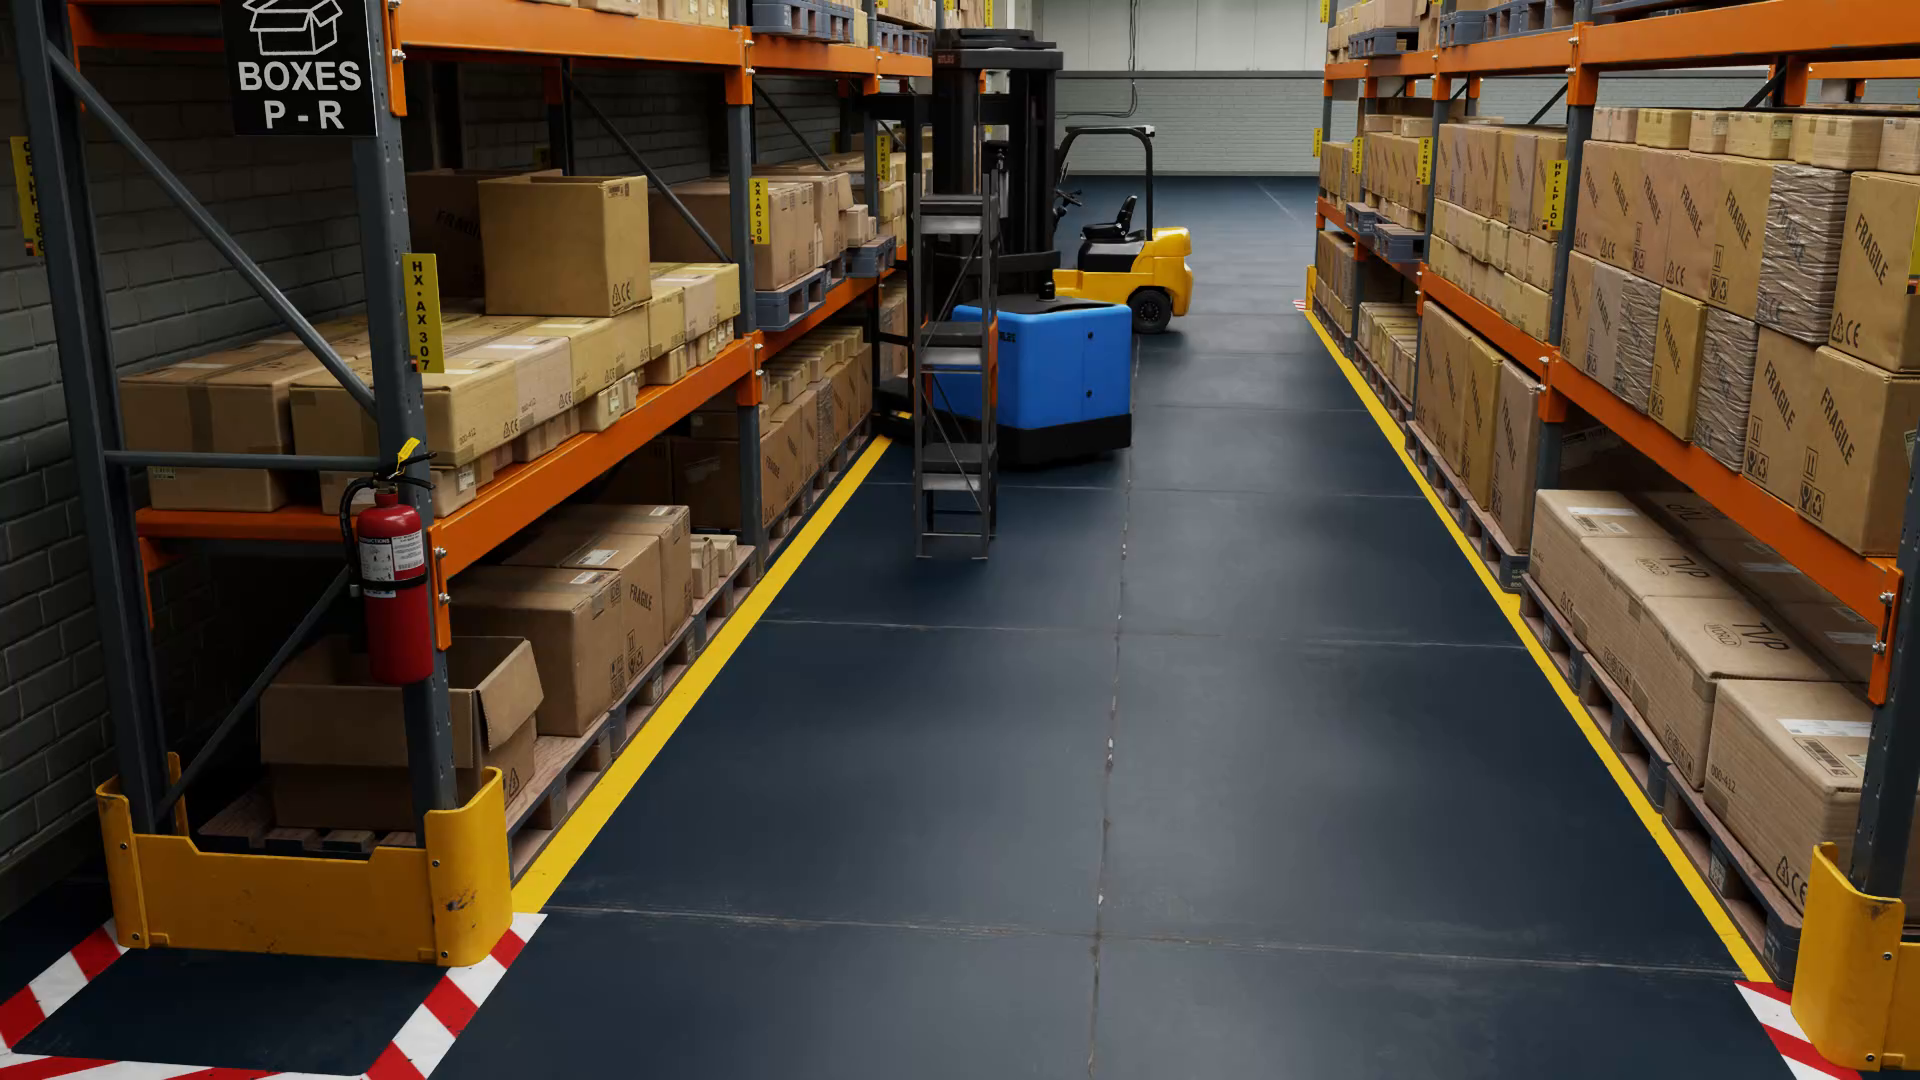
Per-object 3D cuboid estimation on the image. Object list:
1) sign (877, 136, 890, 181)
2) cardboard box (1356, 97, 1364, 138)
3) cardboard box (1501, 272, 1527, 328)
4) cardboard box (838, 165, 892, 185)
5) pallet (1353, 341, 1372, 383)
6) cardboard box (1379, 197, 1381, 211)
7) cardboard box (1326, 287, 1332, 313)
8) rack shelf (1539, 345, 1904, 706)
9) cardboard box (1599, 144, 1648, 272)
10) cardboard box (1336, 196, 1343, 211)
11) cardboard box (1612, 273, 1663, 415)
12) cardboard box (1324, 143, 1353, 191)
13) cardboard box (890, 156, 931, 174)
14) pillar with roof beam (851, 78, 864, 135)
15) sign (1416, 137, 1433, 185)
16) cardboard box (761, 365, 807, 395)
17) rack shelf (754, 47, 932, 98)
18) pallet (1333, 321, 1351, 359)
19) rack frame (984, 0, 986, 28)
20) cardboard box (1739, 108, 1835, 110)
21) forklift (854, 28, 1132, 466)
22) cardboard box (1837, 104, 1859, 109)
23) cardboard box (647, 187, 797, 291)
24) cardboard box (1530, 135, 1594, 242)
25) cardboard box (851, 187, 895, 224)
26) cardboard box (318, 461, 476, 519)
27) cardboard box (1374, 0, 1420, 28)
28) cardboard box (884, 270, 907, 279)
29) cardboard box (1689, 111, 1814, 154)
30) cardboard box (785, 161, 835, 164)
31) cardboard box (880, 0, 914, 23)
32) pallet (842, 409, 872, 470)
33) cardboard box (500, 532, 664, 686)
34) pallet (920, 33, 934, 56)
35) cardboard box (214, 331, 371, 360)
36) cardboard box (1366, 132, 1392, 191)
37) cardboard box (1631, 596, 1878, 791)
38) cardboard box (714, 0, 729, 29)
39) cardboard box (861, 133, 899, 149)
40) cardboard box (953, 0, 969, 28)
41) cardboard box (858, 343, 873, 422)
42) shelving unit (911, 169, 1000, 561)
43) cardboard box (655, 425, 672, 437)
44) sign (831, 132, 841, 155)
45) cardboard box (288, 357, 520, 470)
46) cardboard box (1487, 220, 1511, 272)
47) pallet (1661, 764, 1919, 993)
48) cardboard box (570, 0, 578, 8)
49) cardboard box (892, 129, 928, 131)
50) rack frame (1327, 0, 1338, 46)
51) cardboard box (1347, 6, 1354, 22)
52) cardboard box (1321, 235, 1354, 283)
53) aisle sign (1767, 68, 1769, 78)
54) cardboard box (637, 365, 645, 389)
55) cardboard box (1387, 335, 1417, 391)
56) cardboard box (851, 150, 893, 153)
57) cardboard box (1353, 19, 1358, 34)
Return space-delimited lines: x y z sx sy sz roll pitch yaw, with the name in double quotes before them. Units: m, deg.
"sign" -0.564 -2.797 12.193 0.100 0.325 0.005 2 15 6
"cardboard box" 4.891 -4.755 18.824 0.700 0.500 0.500 1 15 5
"cardboard box" 3.236 -1.291 8.976 0.500 0.250 0.500 1 15 5
"cardboard box" -0.743 -2.862 13.066 0.380 0.149 0.250 2 15 8
"pallet" 4.194 -1.634 15.301 1.003 0.211 1.213 2 15 6
"cardboard box" 3.840 -2.924 14.405 0.380 0.149 0.250 2 15 7
"cardboard box" 4.251 -2.620 18.067 0.500 0.250 0.500 3 15 10
"rack shelf" 3.152 -0.241 6.186 1.077 0.370 4.000 2 15 6
"cardboard box" 3.020 -1.391 6.953 0.500 0.500 0.500 1 15 6
"cardboard box" 4.176 -3.550 17.526 0.380 0.149 0.250 2 15 7
"cardboard box" 2.941 -0.782 6.617 0.500 0.500 0.500 2 15 7
"cardboard box" 4.347 -4.162 18.547 0.500 0.500 0.500 2 15 8
"cardboard box" -0.459 -3.392 15.026 0.380 0.149 0.250 1 15 5
"pillar with roof beam" 3.102 -6.980 18.236 9.100 9.000 0.400 2 15 6
"sign" 3.288 -2.679 11.756 0.100 0.325 0.005 2 15 6
"cardboard box" -1.165 -0.987 10.309 0.380 0.149 0.250 2 15 8
"rack shelf" -0.878 -3.909 14.005 1.077 0.370 4.000 2 15 6
"pallet" 4.321 -2.011 16.696 1.003 0.211 1.213 2 15 6
"rack frame" -0.201 -7.261 19.274 1.000 3.000 0.127 2 15 6
"cardboard box" 3.483 -1.733 6.973 0.380 0.149 0.250 2 15 6
"forklift" -0.082 -2.246 12.355 1.130 2.935 3.031 -12 19 -36
"cardboard box" 9.482 -4.171 16.983 0.875 0.550 0.500 2 15 6
"cardboard box" -1.278 -1.622 8.919 0.700 0.500 0.500 2 15 8
"cardboard box" 3.178 -1.761 8.323 0.500 0.500 0.500 2 15 8
"cardboard box" -0.786 -2.566 12.735 0.500 0.250 0.500 2 15 6
"cardboard box" -1.697 -0.171 5.029 0.380 0.149 0.250 2 15 6
"cardboard box" 3.725 -4.358 13.768 0.500 0.250 0.500 2 15 6
"cardboard box" -0.700 -2.248 15.974 0.875 0.625 0.625 2 15 9
"cardboard box" 2.893 -1.483 6.049 0.380 0.149 0.250 2 15 6
"cardboard box" -1.250 -3.077 13.859 0.380 0.149 0.250 1 15 5
"cardboard box" -0.665 -4.482 13.556 0.500 0.500 0.500 2 15 8
"pallet" -1.226 -0.751 12.036 1.003 0.211 1.213 2 15 6
"cardboard box" -1.549 0.278 6.870 0.500 0.500 0.500 2 15 7
"pallet" -0.582 -4.955 16.662 1.003 0.211 1.213 2 15 6
"cardboard box" -2.159 -0.547 5.656 0.500 0.250 0.500 2 15 6
"cardboard box" 3.886 -3.334 14.678 0.500 0.500 0.500 2 15 6
"cardboard box" 2.996 0.553 5.976 0.875 0.438 0.875 2 15 8
"cardboard box" -1.302 -2.477 7.812 0.380 0.149 0.250 2 15 6
"cardboard box" -0.831 -4.057 16.915 0.380 0.149 0.250 2 15 6
"cardboard box" -0.328 -5.578 17.605 0.797 0.503 0.637 2 15 8
"cardboard box" -0.938 -1.170 12.227 0.500 0.500 0.500 2 15 8
"shelving unit" -0.019 -0.971 9.229 0.431 2.100 0.503 2 15 6
"cardboard box" -1.800 -0.666 9.119 0.380 0.149 0.250 1 15 4
"sign" -1.204 -3.799 16.156 0.100 0.325 0.005 2 15 6
"cardboard box" -1.688 -0.396 5.097 0.500 0.250 0.500 2 15 7
"cardboard box" 3.287 -1.662 9.392 0.500 0.250 0.500 2 15 8
"pallet" 2.938 1.067 5.313 1.003 0.211 1.213 2 15 6
"cardboard box" -1.571 -1.948 5.855 0.380 0.149 0.250 2 15 6
"cardboard box" -0.573 -4.589 18.884 0.380 0.149 0.250 2 15 7
"rack frame" 4.731 -7.116 18.737 1.000 3.000 0.127 2 15 6
"cardboard box" 4.179 -5.387 17.046 0.380 0.149 0.250 2 15 7
"cardboard box" 4.309 -3.114 18.458 0.500 0.500 0.500 1 15 4
"aisle sign" 9.371 -5.382 18.839 0.394 0.787 0.004 2 15 6
"cardboard box" -1.551 -0.707 7.011 0.380 0.149 0.250 2 15 7
"cardboard box" 3.977 -1.417 13.385 0.950 0.372 0.625 1 15 5
"cardboard box" -0.871 -3.780 16.459 0.380 0.149 0.250 2 15 6
"cardboard box" 4.118 -4.955 16.210 0.500 0.250 0.500 1 15 5
